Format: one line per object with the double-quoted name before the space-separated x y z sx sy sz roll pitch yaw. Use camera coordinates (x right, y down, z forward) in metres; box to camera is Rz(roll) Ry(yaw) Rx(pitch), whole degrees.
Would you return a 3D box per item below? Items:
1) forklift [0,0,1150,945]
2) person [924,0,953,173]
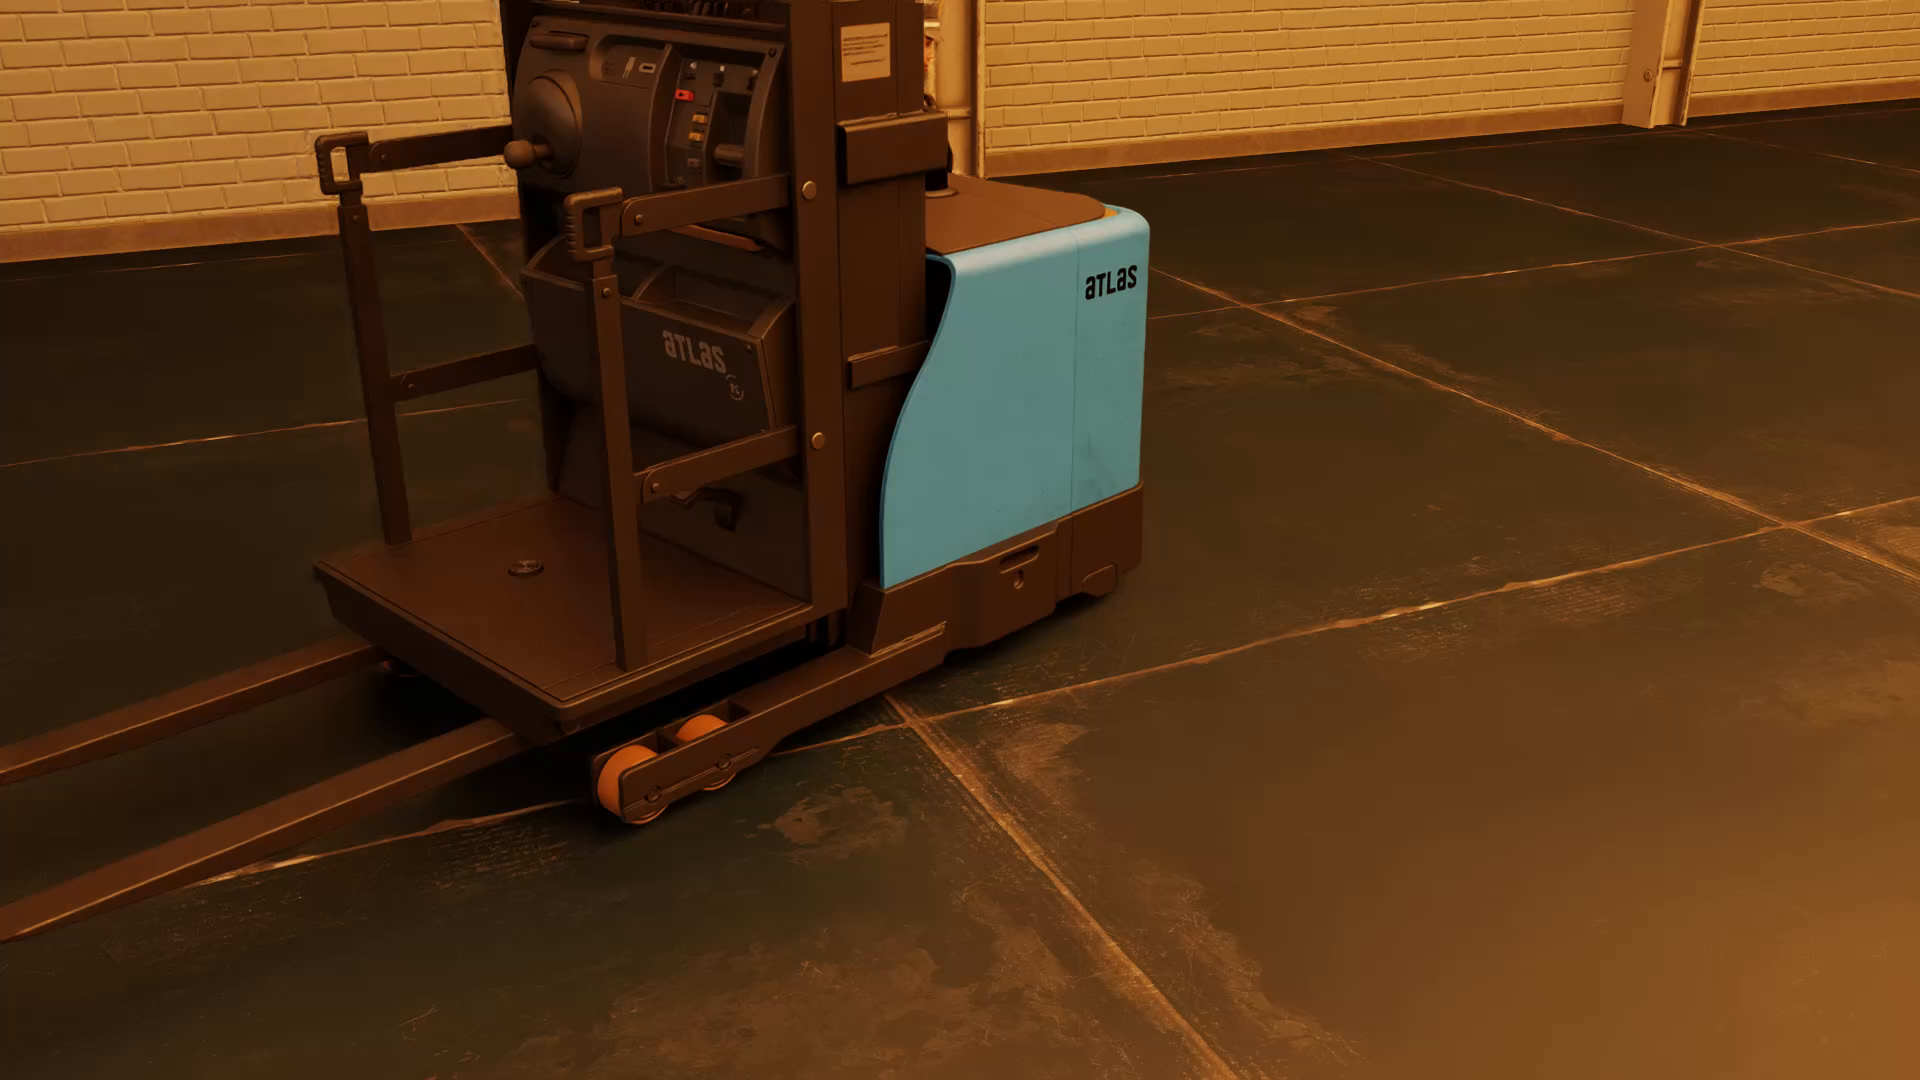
"forklift" -0.865 -0.958 3.593 1.130 2.935 3.031 20 30 40
"person" -0.182 -0.981 5.473 0.573 1.566 0.856 9 24 21
